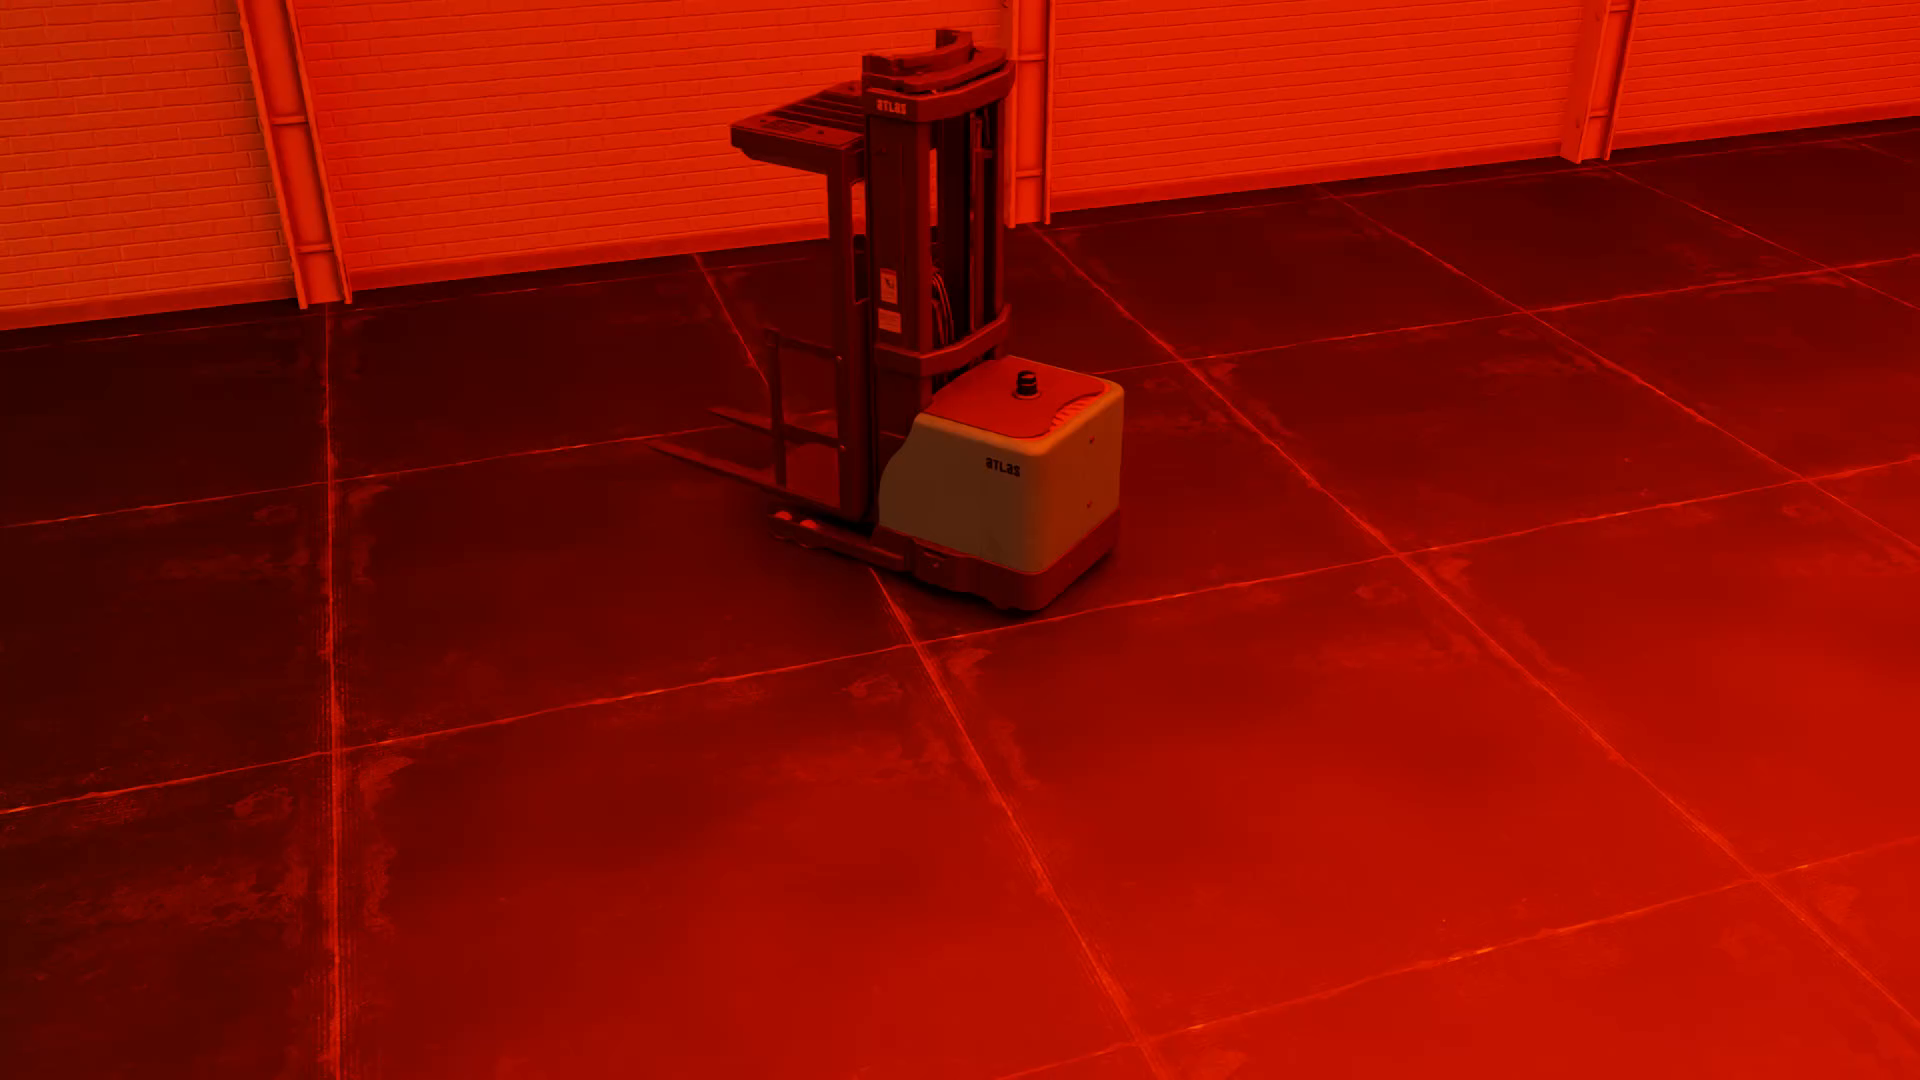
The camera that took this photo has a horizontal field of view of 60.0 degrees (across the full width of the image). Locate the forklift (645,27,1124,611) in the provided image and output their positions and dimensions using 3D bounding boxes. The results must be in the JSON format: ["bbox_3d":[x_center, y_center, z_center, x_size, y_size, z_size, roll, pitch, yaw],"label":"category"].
[{"bbox_3d":[-0.569,-1.424,9.562,3.031,2.935,1.130,18,34,28],"label":"forklift"}]
